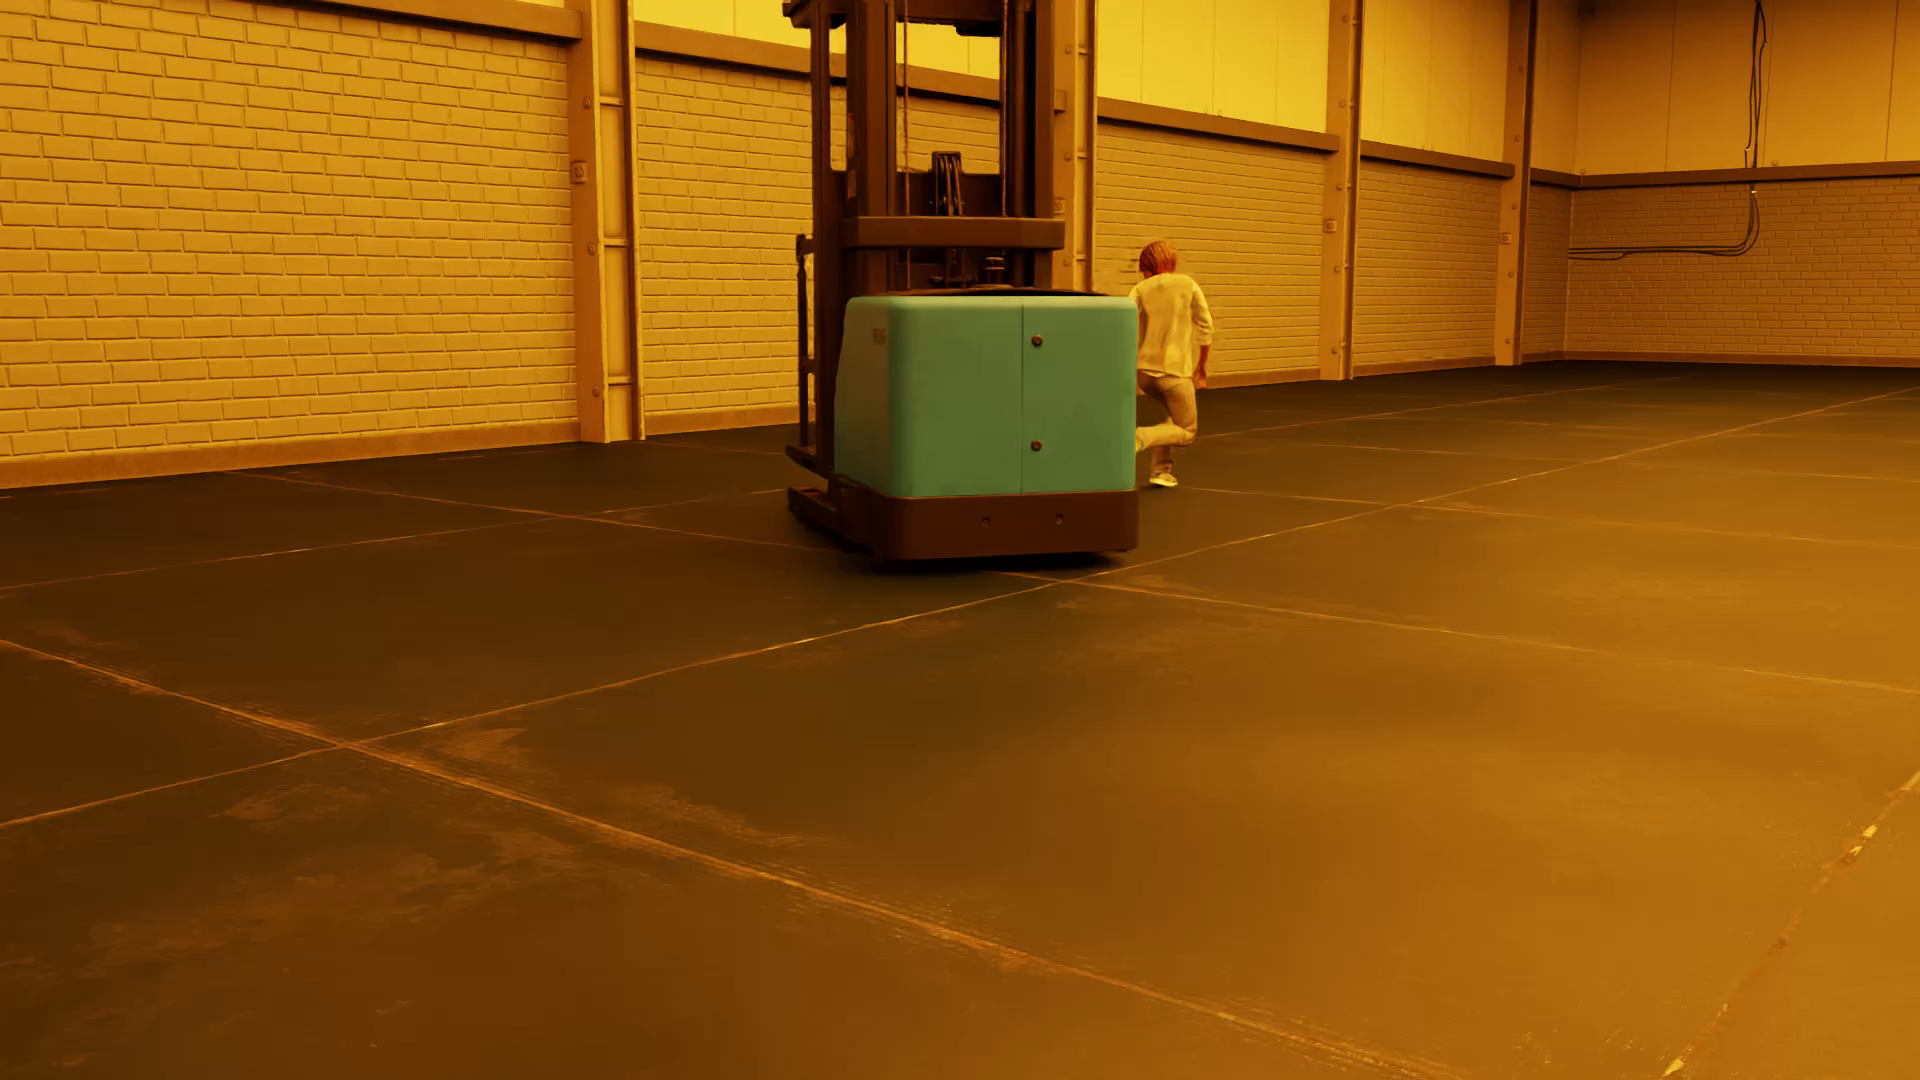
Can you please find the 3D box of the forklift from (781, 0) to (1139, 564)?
[{"bbox_3d":[-0.200,-1.530,7.739,1.130,2.935,3.031,-3,9,-17],"label":"forklift"}]

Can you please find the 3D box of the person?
[{"bbox_3d":[1.070,-0.978,9.361,0.543,1.396,0.730,6,10,37],"label":"person"}]
